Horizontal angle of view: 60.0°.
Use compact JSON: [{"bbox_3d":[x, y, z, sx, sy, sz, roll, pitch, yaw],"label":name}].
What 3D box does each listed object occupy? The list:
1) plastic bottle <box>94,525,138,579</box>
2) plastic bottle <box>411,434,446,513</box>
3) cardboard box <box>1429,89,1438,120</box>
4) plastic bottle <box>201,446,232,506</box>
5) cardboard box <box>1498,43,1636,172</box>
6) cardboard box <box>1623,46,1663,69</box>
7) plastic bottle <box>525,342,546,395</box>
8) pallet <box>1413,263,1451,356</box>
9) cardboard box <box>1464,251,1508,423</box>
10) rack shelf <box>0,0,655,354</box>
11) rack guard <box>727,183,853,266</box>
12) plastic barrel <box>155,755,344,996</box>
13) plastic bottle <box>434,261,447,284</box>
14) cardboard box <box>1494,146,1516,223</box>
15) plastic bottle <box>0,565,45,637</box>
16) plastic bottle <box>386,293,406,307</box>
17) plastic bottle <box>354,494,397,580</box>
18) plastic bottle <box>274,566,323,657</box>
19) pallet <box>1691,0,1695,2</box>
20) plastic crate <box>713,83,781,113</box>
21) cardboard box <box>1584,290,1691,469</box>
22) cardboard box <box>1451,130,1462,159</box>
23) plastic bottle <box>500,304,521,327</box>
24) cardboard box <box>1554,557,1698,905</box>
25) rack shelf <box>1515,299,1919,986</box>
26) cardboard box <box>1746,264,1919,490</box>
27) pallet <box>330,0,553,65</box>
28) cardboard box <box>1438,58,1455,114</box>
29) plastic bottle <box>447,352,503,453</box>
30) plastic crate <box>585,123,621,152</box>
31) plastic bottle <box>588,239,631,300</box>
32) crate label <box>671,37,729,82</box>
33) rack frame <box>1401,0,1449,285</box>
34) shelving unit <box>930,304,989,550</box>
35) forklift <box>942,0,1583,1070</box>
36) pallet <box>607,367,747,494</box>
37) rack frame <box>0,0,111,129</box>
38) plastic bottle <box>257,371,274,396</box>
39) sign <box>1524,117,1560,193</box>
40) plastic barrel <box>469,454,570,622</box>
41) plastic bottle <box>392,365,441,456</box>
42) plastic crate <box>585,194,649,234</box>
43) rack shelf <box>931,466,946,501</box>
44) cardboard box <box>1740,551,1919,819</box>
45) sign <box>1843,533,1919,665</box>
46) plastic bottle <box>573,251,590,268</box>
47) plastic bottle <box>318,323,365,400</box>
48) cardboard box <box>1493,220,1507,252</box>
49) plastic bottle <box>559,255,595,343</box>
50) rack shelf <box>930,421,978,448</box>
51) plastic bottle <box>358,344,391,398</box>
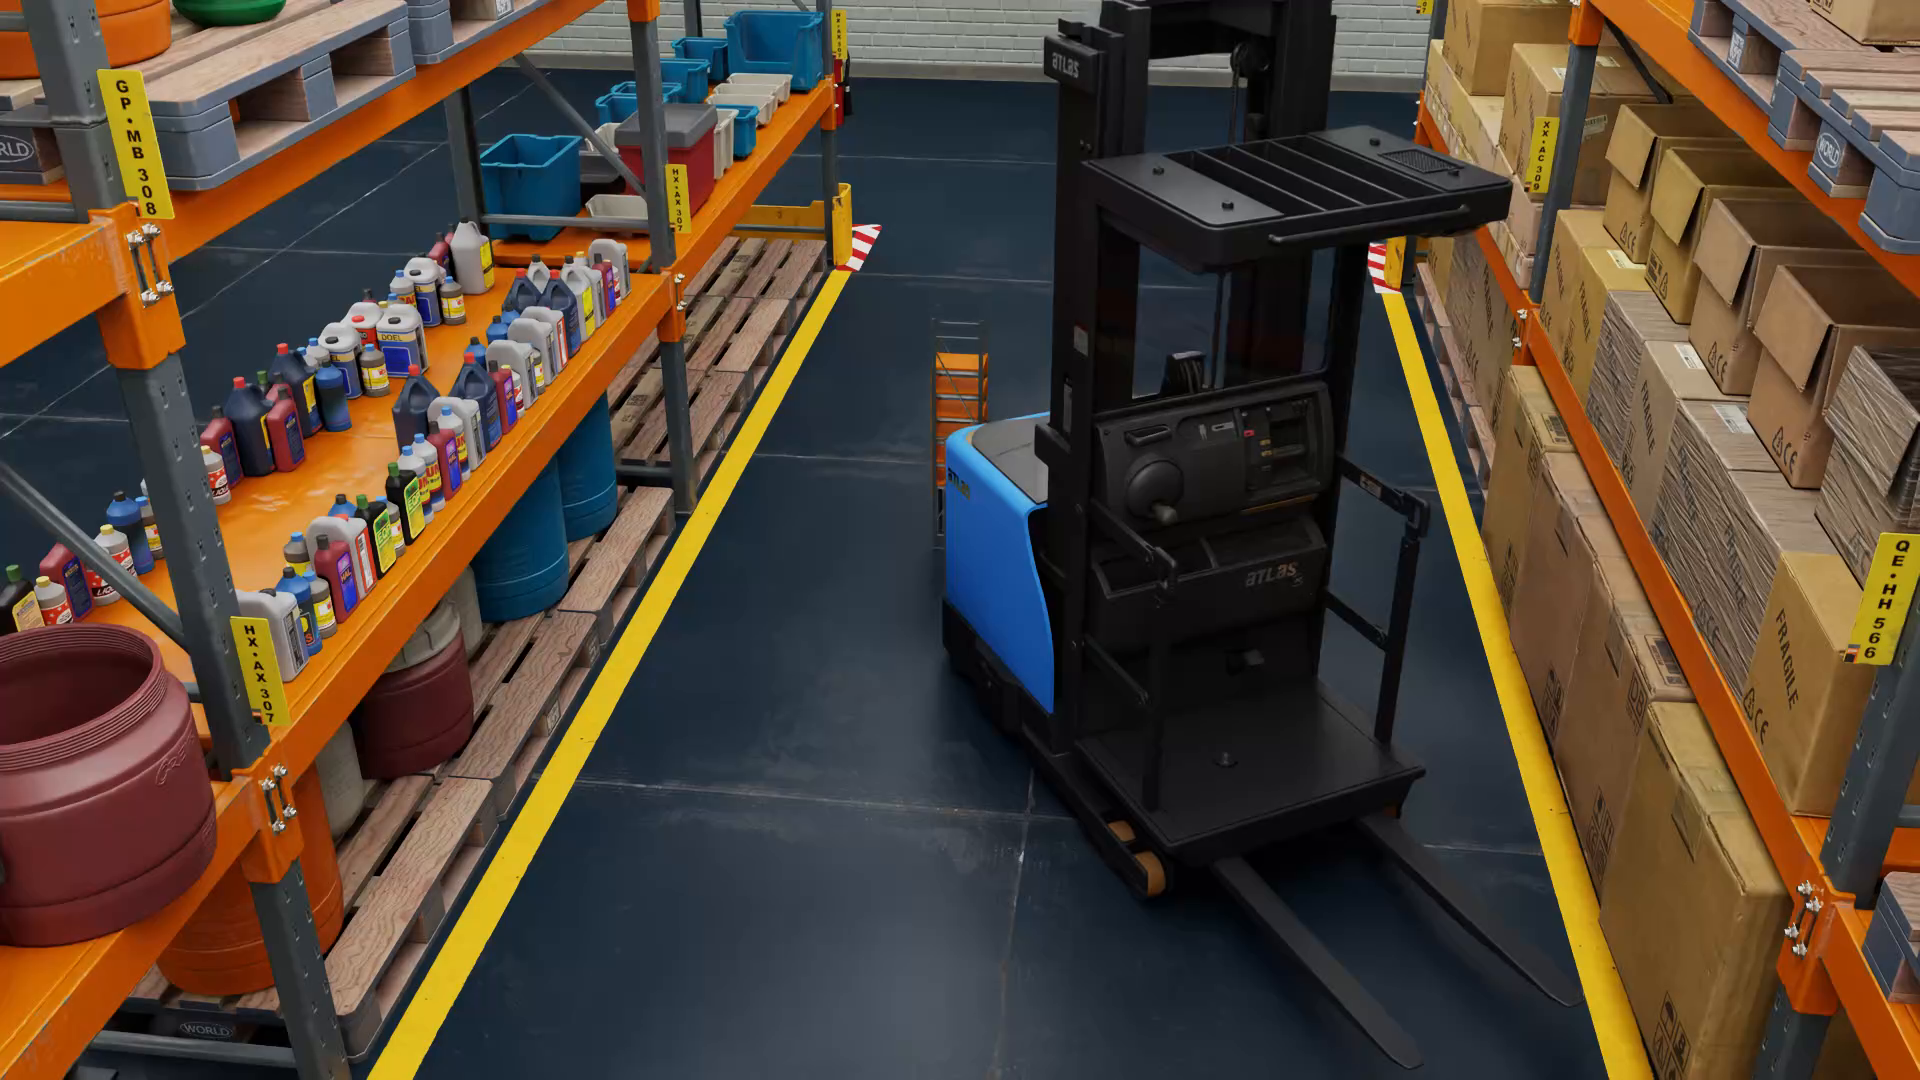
[{"bbox_3d":[-2.649,0.049,5.207,0.097,0.201,0.097,0,28,0],"label":"plastic bottle"},{"bbox_3d":[-1.819,-0.232,5.654,0.097,0.271,0.097,0,28,0],"label":"plastic bottle"},{"bbox_3d":[3.148,-2.714,10.391,0.380,0.149,0.250,3,28,5],"label":"cardboard box"},{"bbox_3d":[-2.577,-0.226,5.717,0.097,0.201,0.097,0,28,0],"label":"plastic bottle"},{"bbox_3d":[2.915,-2.074,7.990,0.500,0.500,0.500,4,29,7],"label":"cardboard box"},{"bbox_3d":[3.439,-2.048,7.943,0.500,0.500,0.500,3,28,6],"label":"cardboard box"},{"bbox_3d":[-1.695,-0.678,6.556,0.097,0.201,0.097,0,28,0],"label":"plastic bottle"},{"bbox_3d":[3.528,-1.485,10.784,1.003,0.211,1.213,3,28,6],"label":"pallet"},{"bbox_3d":[3.329,-1.190,9.094,0.875,0.875,0.875,3,28,6],"label":"cardboard box"},{"bbox_3d":[-2.102,-1.561,5.581,1.077,0.370,4.000,3,28,6],"label":"rack shelf"},{"bbox_3d":[-1.377,-2.293,11.980,1.175,0.500,0.348,3,28,6],"label":"rack guard"},{"bbox_3d":[-2.304,0.923,5.219,0.600,0.830,0.708,3,28,6],"label":"plastic barrel"},{"bbox_3d":[-2.338,-1.145,7.423,0.097,0.201,0.097,0,28,0],"label":"plastic bottle"},{"bbox_3d":[2.913,-1.743,8.167,0.500,0.250,0.500,4,29,8],"label":"cardboard box"},{"bbox_3d":[-2.721,0.220,4.802,0.061,0.283,0.133,3,28,6],"label":"plastic bottle"},{"bbox_3d":[-2.390,-0.945,7.050,0.097,0.201,0.097,0,28,0],"label":"plastic bottle"},{"bbox_3d":[-1.855,-0.028,5.262,0.061,0.283,0.133,3,28,6],"label":"plastic bottle"},{"bbox_3d":[-1.932,0.203,4.847,0.097,0.271,0.097,0,28,0],"label":"plastic bottle"},{"bbox_3d":[2.995,-2.013,5.863,0.805,0.209,1.217,2,28,4],"label":"pallet"},{"bbox_3d":[-1.337,-2.762,10.429,0.396,0.136,0.243,3,28,6],"label":"plastic crate"},{"bbox_3d":[2.632,-0.581,6.060,0.500,0.500,0.500,3,28,5],"label":"cardboard box"},{"bbox_3d":[3.023,-2.230,9.491,0.380,0.149,0.250,3,28,6],"label":"cardboard box"},{"bbox_3d":[-1.817,-0.827,6.758,0.097,0.271,0.097,0,28,0],"label":"plastic bottle"},{"bbox_3d":[2.790,0.680,5.623,1.225,0.875,0.875,3,29,6],"label":"cardboard box"},{"bbox_3d":[2.813,0.047,5.758,1.077,0.370,4.000,3,28,6],"label":"rack shelf"},{"bbox_3d":[2.757,-0.464,4.785,0.797,0.503,0.637,4,29,7],"label":"cardboard box"},{"bbox_3d":[-1.992,-1.828,5.516,1.003,0.211,1.213,3,28,6],"label":"pallet"},{"bbox_3d":[3.165,-2.703,9.950,0.500,0.250,0.500,3,28,6],"label":"cardboard box"},{"bbox_3d":[-1.780,-0.507,6.080,0.144,0.351,0.185,3,28,6],"label":"plastic bottle"},{"bbox_3d":[-1.942,-2.246,9.472,0.293,0.136,0.466,3,28,6],"label":"plastic crate"},{"bbox_3d":[-1.585,-1.240,7.520,0.152,0.276,0.135,3,28,6],"label":"plastic bottle"},{"bbox_3d":[-1.724,-3.237,11.210,0.416,0.233,0.303,3,28,6],"label":"crate label"},{"bbox_3d":[3.549,-3.094,10.830,1.000,3.000,0.127,3,28,6],"label":"rack frame"},{"bbox_3d":[-0.002,-0.521,7.953,0.258,1.200,0.189,3,28,6],"label":"shelving unit"},{"bbox_3d":[0.995,-0.256,5.635,1.130,2.935,3.031,-12,31,-21],"label":"forklift"},{"bbox_3d":[-1.806,-0.620,9.177,1.003,0.211,1.213,3,28,6],"label":"pallet"},{"bbox_3d":[-2.347,-2.257,2.952,1.000,3.000,0.127,3,28,6],"label":"rack frame"},{"bbox_3d":[-2.542,-0.468,6.078,0.061,0.283,0.133,3,28,6],"label":"plastic bottle"},{"bbox_3d":[2.508,-1.658,7.170,0.100,0.325,0.005,3,28,6],"label":"sign"},{"bbox_3d":[-2.027,-0.172,7.175,0.600,0.901,0.708,3,28,6],"label":"plastic barrel"},{"bbox_3d":[-1.947,-0.452,5.979,0.144,0.351,0.185,3,28,6],"label":"plastic bottle"},{"bbox_3d":[-1.658,-1.620,8.309,0.396,0.136,0.243,3,28,6],"label":"plastic crate"},{"bbox_3d":[-0.002,-0.271,8.088,0.258,0.103,0.180,3,28,6],"label":"rack shelf"},{"bbox_3d":[2.383,0.381,4.274,0.500,0.500,0.500,4,29,8],"label":"cardboard box"},{"bbox_3d":[2.017,0.131,3.623,0.100,0.325,0.005,3,28,6],"label":"sign"},{"bbox_3d":[-1.711,-1.206,7.535,0.097,0.201,0.097,0,28,0],"label":"plastic bottle"},{"bbox_3d":[-2.434,-0.703,6.524,0.152,0.276,0.135,3,28,6],"label":"plastic bottle"},{"bbox_3d":[2.834,-1.505,8.146,0.380,0.149,0.250,3,28,5],"label":"cardboard box"},{"bbox_3d":[-1.645,-1.025,7.043,0.144,0.351,0.185,3,28,6],"label":"plastic bottle"},{"bbox_3d":[-0.002,-0.482,7.974,0.258,0.103,0.180,3,28,6],"label":"rack shelf"},{"bbox_3d":[-2.308,-0.672,6.544,0.097,0.201,0.097,0,28,0],"label":"plastic bottle"}]
